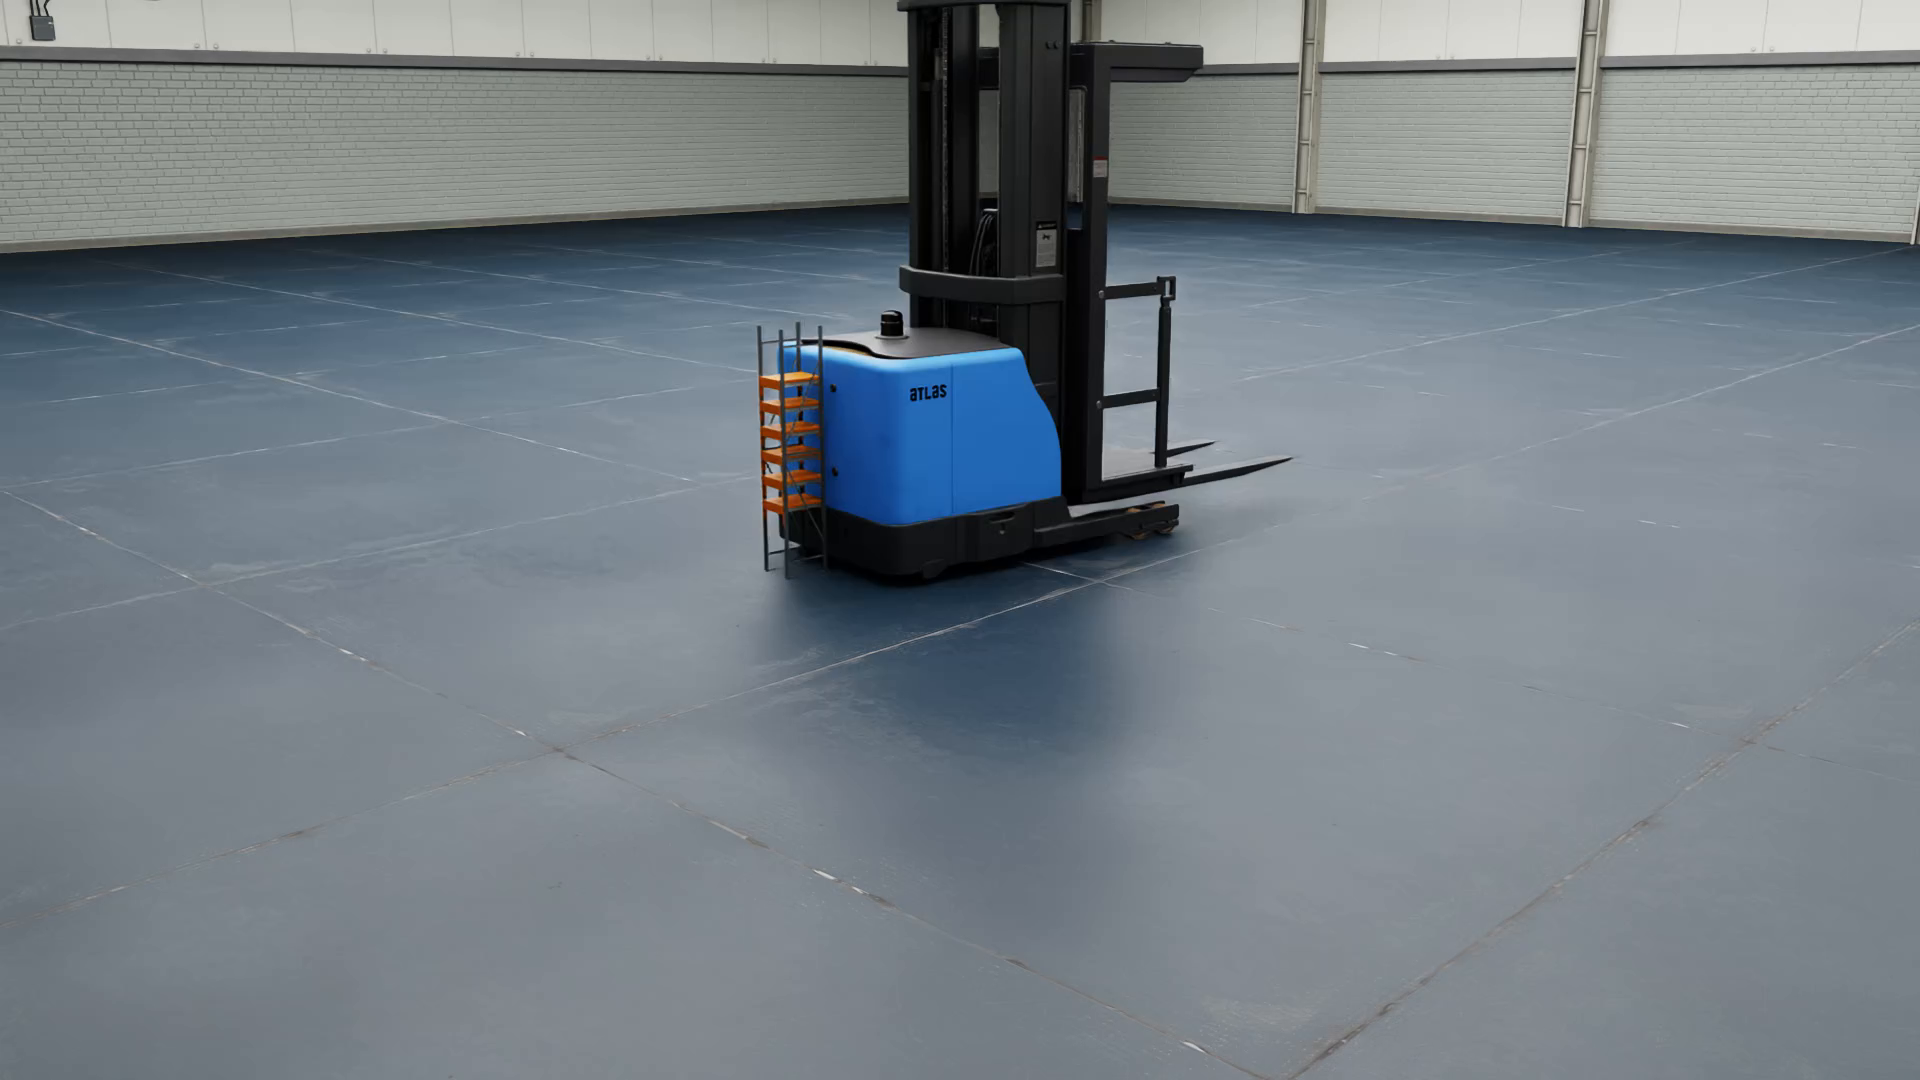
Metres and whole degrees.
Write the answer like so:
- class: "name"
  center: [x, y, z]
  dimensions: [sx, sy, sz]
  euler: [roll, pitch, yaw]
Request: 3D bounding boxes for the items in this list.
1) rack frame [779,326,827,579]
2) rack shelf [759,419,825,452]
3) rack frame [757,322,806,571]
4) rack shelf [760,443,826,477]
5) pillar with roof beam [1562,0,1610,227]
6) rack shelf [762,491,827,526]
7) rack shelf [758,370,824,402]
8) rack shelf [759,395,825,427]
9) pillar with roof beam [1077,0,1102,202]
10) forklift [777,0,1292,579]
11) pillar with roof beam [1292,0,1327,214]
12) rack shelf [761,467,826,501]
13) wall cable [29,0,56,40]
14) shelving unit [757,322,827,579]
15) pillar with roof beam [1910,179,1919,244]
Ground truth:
- class: "rack frame"
  center: [-0.745, -0.411, 7.921]
  dimensions: [0.240, 1.200, 0.006]
  euler: [-12, 19, -38]
- class: "rack shelf"
  center: [-0.803, -0.502, 7.970]
  dimensions: [0.258, 0.103, 0.180]
  euler: [-12, 19, -38]
- class: "rack frame"
  center: [-0.862, -0.447, 8.057]
  dimensions: [0.240, 1.200, 0.006]
  euler: [-12, 19, -38]
- class: "rack shelf"
  center: [-0.803, -0.386, 8.001]
  dimensions: [0.258, 0.103, 0.180]
  euler: [-12, 19, -38]
- class: "pillar with roof beam"
  center: [8.682, -9.521, 27.415]
  dimensions: [0.400, 9.000, 9.100]
  euler: [14, 20, 42]
- class: "rack shelf"
  center: [-0.803, -0.154, 8.061]
  dimensions: [0.258, 0.103, 0.180]
  euler: [-12, 19, -38]
- class: "rack shelf"
  center: [-0.803, -0.734, 7.910]
  dimensions: [0.258, 0.103, 0.180]
  euler: [-12, 19, -38]
- class: "rack shelf"
  center: [-0.803, -0.618, 7.940]
  dimensions: [0.258, 0.103, 0.180]
  euler: [-12, 19, -38]
- class: "pillar with roof beam"
  center: [0.044, -11.621, 35.475]
  dimensions: [0.400, 9.000, 9.100]
  euler: [14, 20, 42]
- class: "forklift"
  center: [0.543, -1.511, 8.711]
  dimensions: [3.031, 2.935, 1.130]
  euler: [-11, 18, -37]
- class: "pillar with roof beam"
  center: [4.363, -10.571, 31.445]
  dimensions: [0.400, 9.000, 9.100]
  euler: [14, 20, 42]
- class: "rack shelf"
  center: [-0.803, -0.270, 8.031]
  dimensions: [0.258, 0.103, 0.180]
  euler: [-12, 19, -38]
- class: "wall cable"
  center: [-13.434, -10.806, 25.605]
  dimensions: [0.169, 6.003, 2.305]
  euler: [14, 20, 42]
- class: "shelving unit"
  center: [-0.803, -0.429, 7.989]
  dimensions: [0.258, 1.200, 0.189]
  euler: [-12, 19, -38]
- class: "pillar with roof beam"
  center: [13.002, -8.470, 23.385]
  dimensions: [0.400, 9.000, 9.100]
  euler: [14, 20, 42]
